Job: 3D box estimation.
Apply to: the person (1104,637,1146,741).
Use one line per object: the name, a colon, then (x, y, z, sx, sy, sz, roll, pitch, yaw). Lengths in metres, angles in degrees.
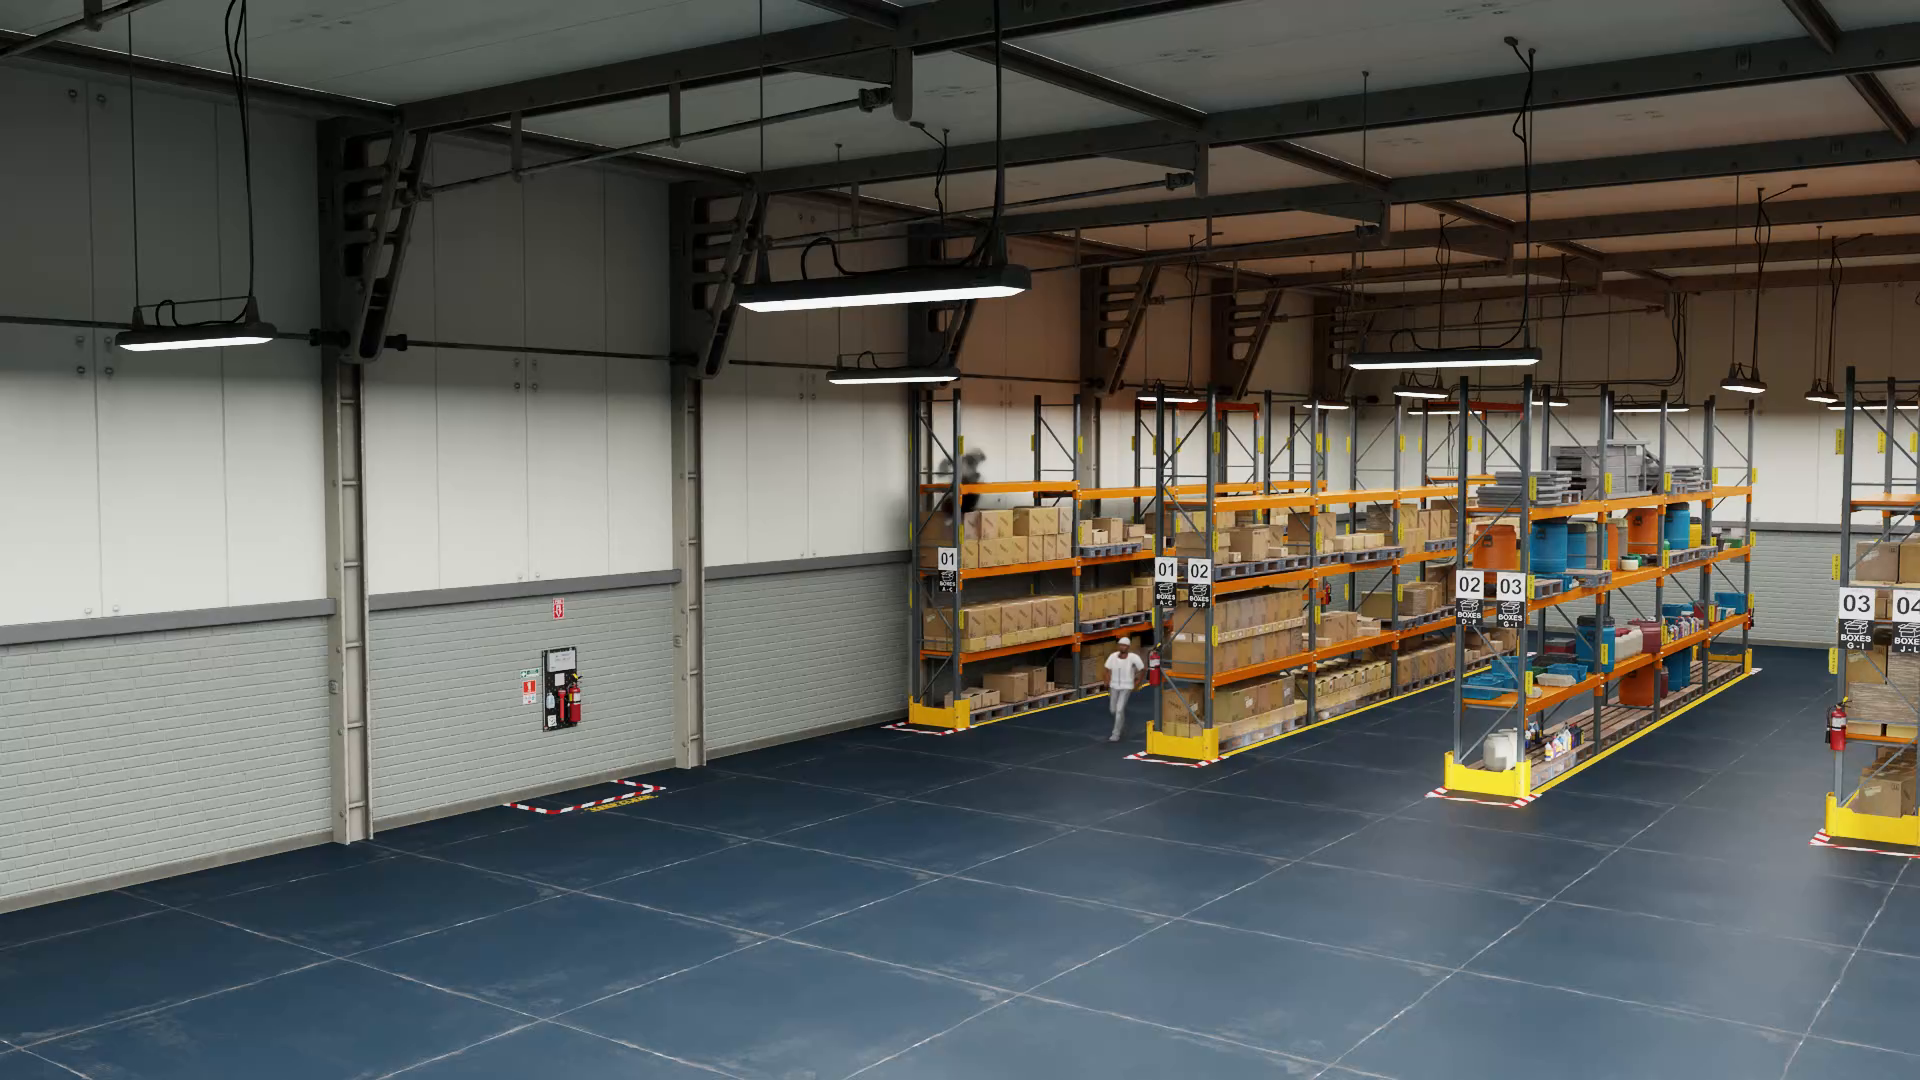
person: (2.792, 2.526, 28.397, 0.736, 1.759, 0.785, 1, 4, 24)
